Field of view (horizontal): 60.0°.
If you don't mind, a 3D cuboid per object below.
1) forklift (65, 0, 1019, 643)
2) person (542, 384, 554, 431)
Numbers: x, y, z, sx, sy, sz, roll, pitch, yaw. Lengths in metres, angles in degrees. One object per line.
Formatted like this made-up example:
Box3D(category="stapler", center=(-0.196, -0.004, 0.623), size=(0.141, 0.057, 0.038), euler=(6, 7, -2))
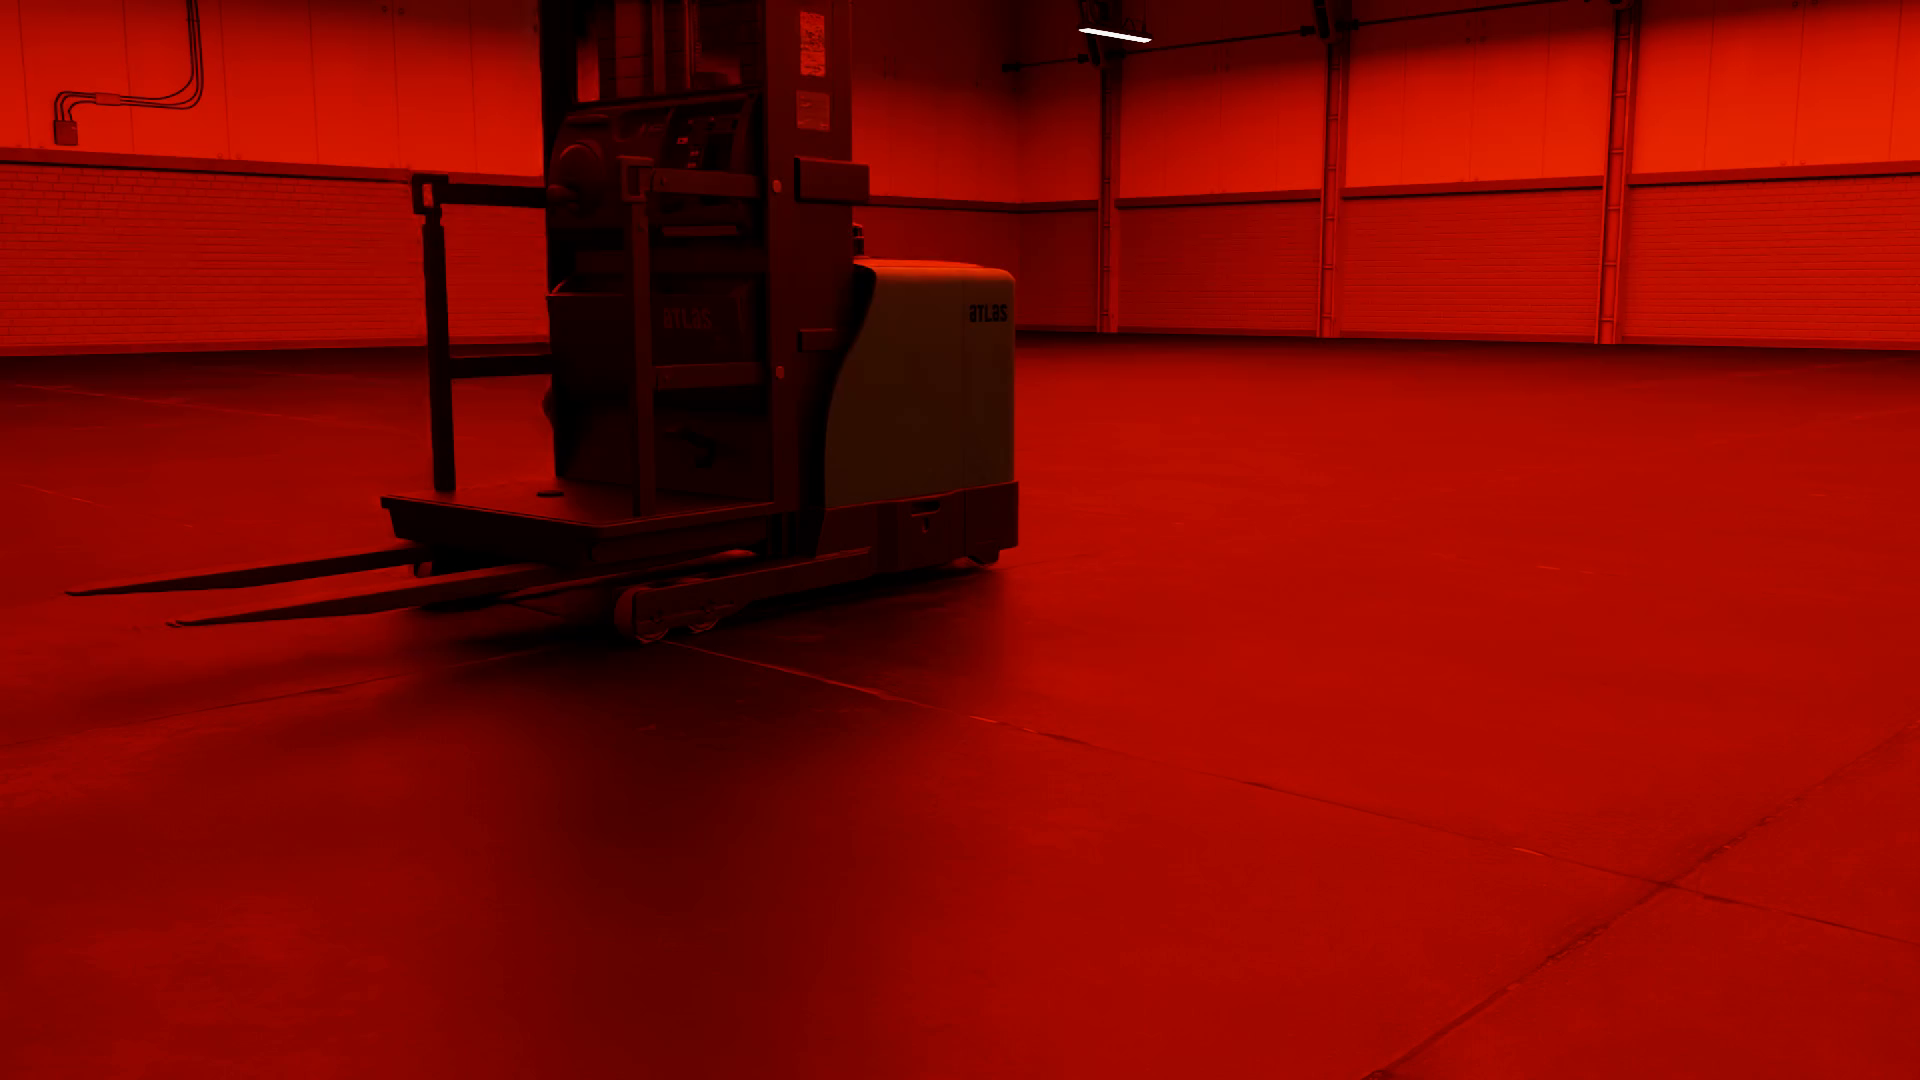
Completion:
Box3D(category="forklift", center=(-1.112, -1.237, 5.091), size=(1.130, 2.935, 3.031), euler=(7, 11, 39))
Box3D(category="person", center=(-1.584, -0.905, 7.580), size=(0.533, 1.665, 1.227), euler=(-5, 10, -31))
